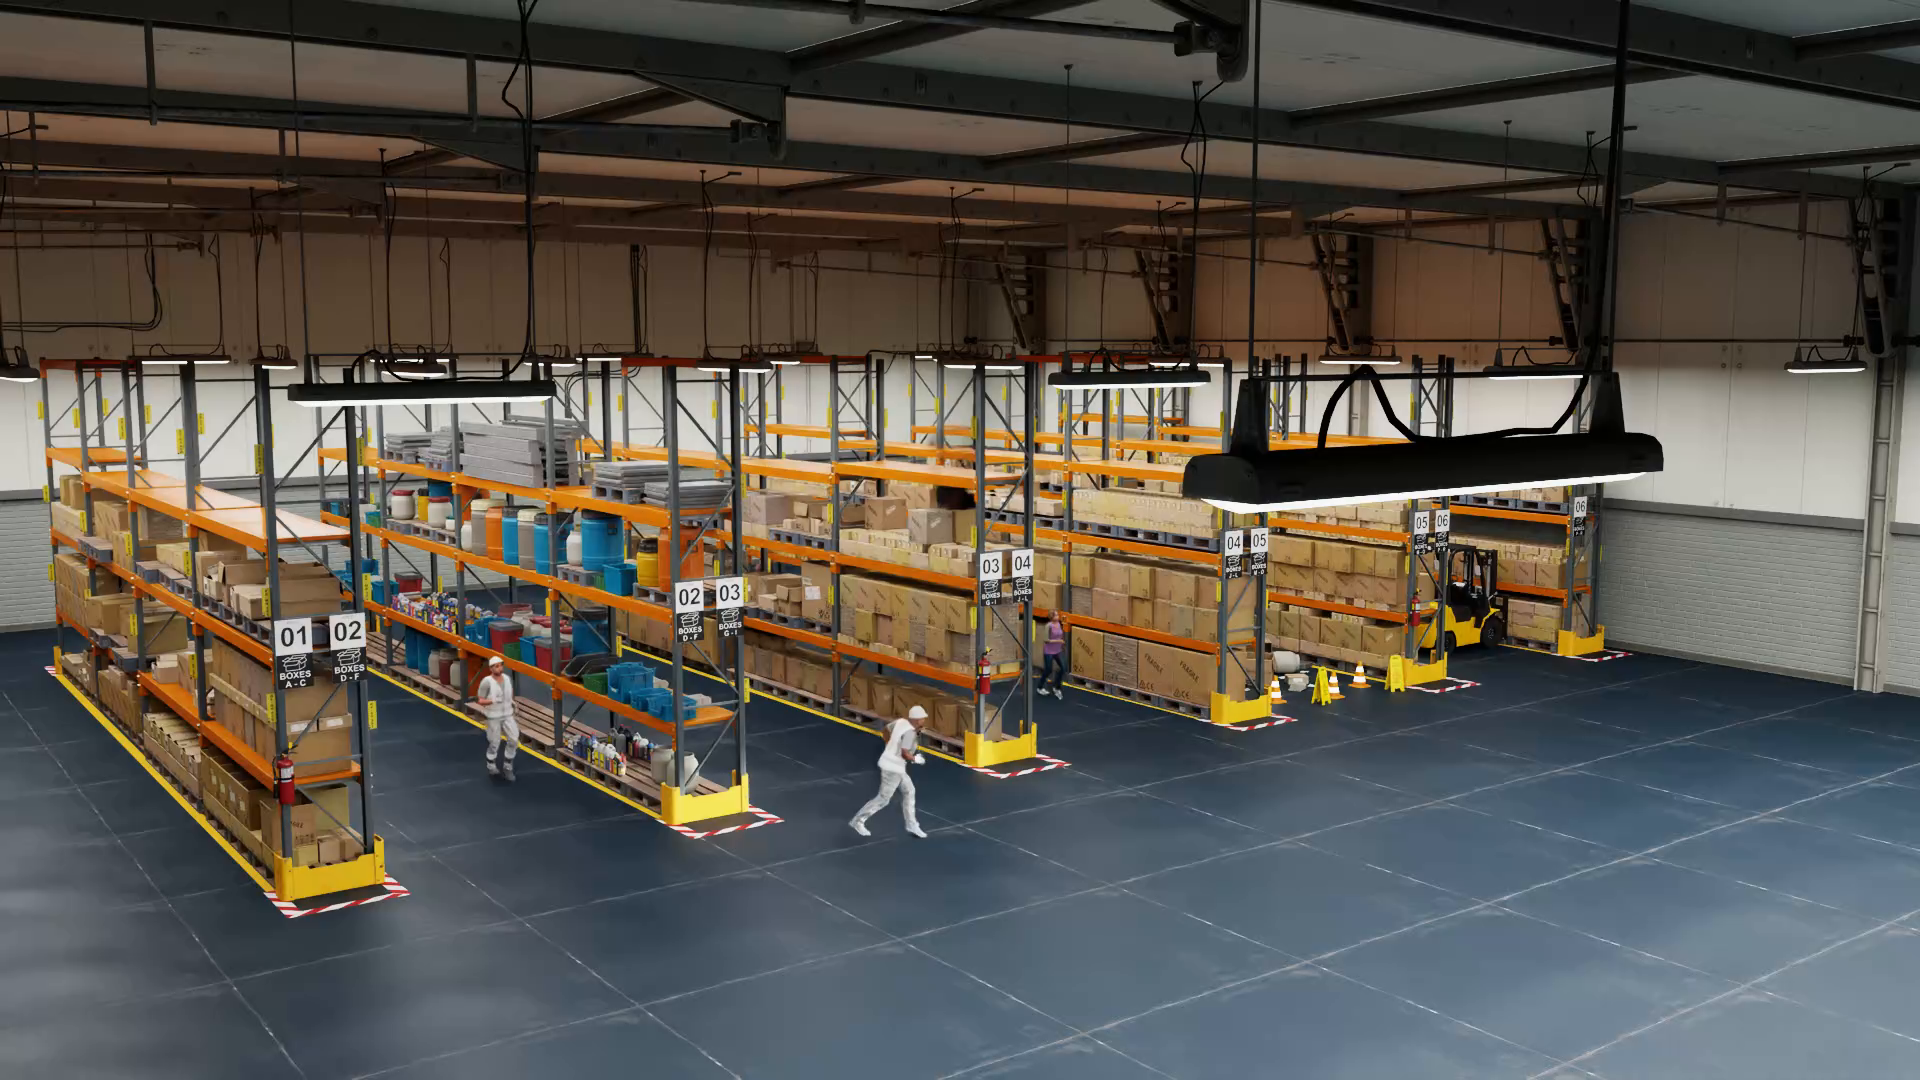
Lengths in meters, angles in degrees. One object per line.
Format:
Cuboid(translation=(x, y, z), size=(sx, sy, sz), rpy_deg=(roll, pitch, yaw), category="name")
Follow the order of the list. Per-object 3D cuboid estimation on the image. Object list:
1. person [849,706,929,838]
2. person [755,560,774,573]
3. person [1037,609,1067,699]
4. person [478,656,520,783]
Cuboid(translation=(-0.900, 2.982, 21.123), size=(1.055, 1.730, 0.694), rpy_deg=(-2, 7, -16), category="person")
Cuboid(translation=(-4.818, 0.487, 41.800), size=(0.688, 1.633, 0.574), rpy_deg=(0, 7, -4), category="person")
Cuboid(translation=(1.651, 2.019, 29.445), size=(0.490, 1.625, 0.711), rpy_deg=(-6, 9, -41), category="person")
Cuboid(translation=(-6.609, 2.581, 23.914), size=(0.630, 1.832, 0.708), rpy_deg=(-6, 9, -39), category="person")
